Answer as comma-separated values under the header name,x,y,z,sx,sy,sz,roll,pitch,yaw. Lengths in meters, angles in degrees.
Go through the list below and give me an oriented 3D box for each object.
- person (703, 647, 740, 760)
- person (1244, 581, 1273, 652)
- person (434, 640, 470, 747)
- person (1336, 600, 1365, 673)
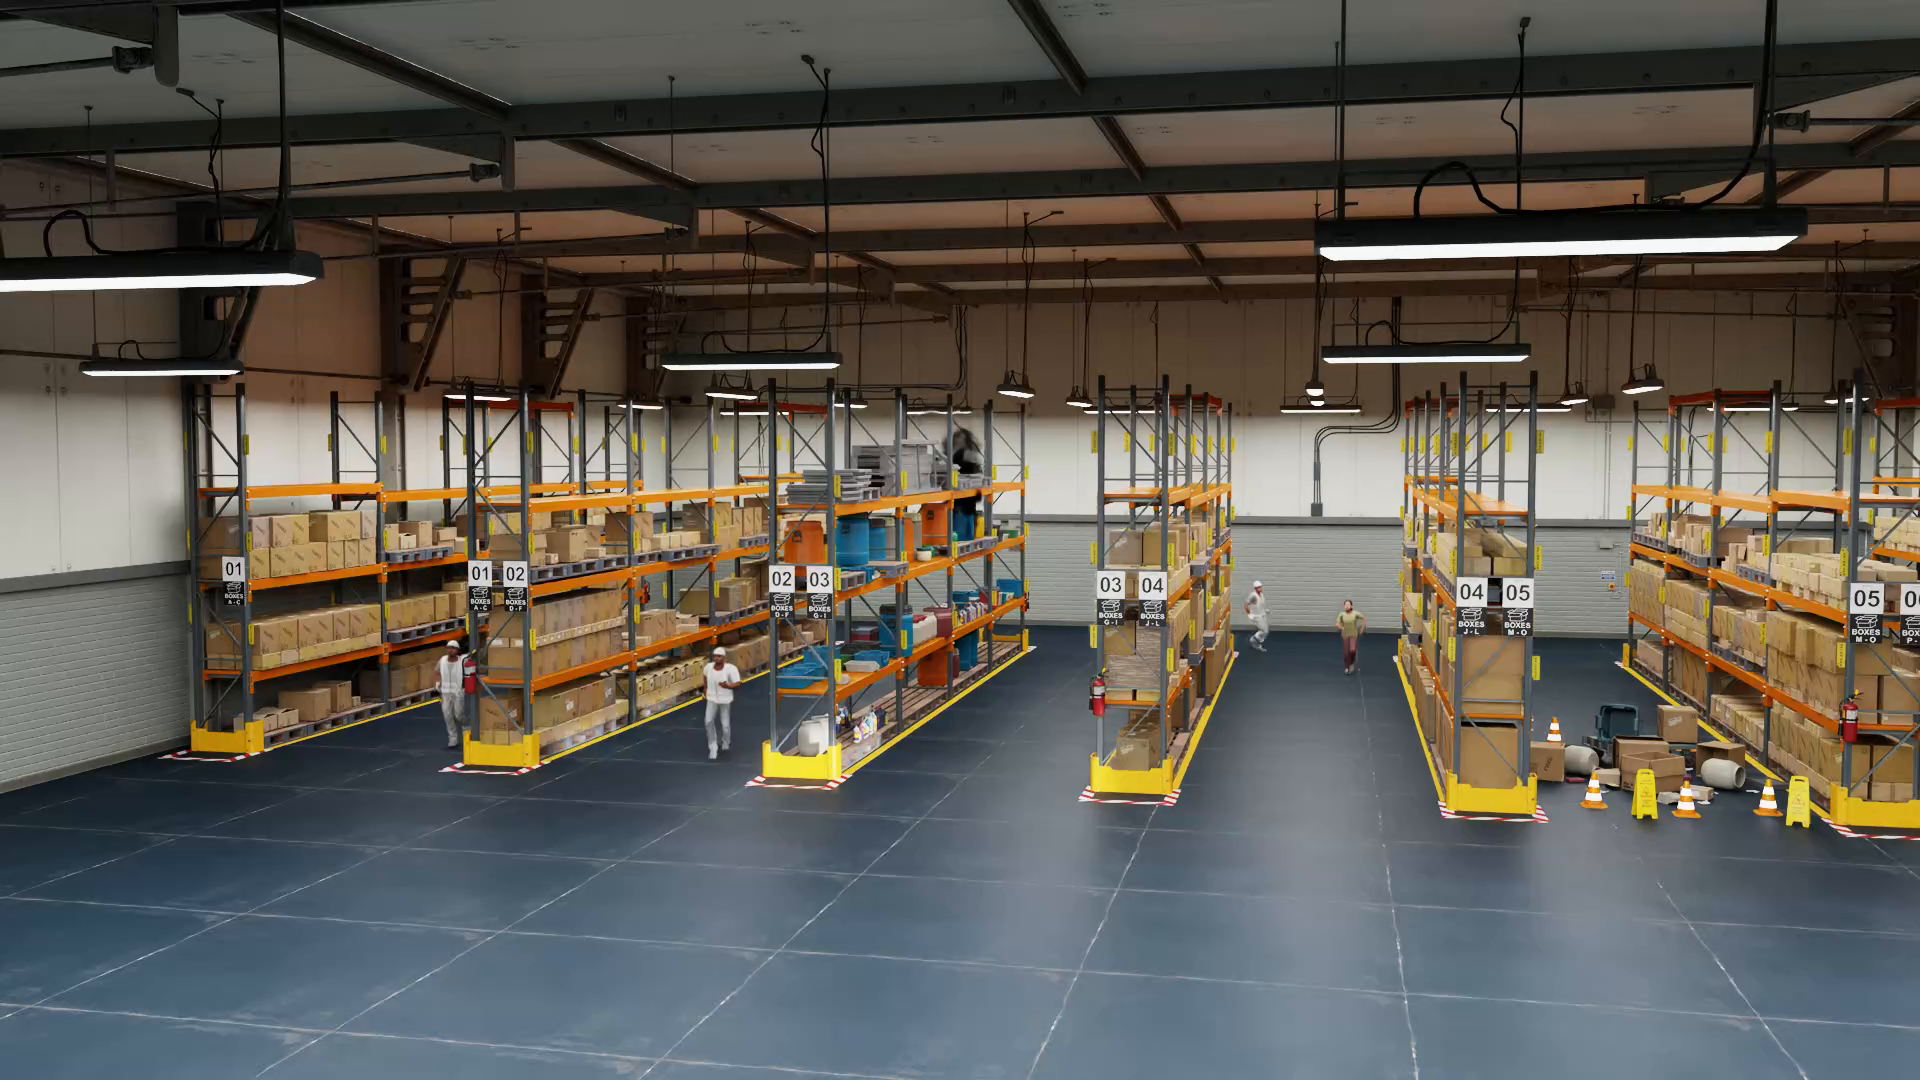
name,x,y,z,sx,sy,sz,roll,pitch,yaw
person,-3.832,2.619,26.702,0.671,1.821,0.814,0,3,5
person,7.189,1.849,40.044,0.530,1.725,0.717,3,4,41
person,-8.453,2.544,27.752,0.690,1.751,0.622,0,3,1
person,8.479,2.104,36.142,0.590,1.615,0.749,1,4,21
